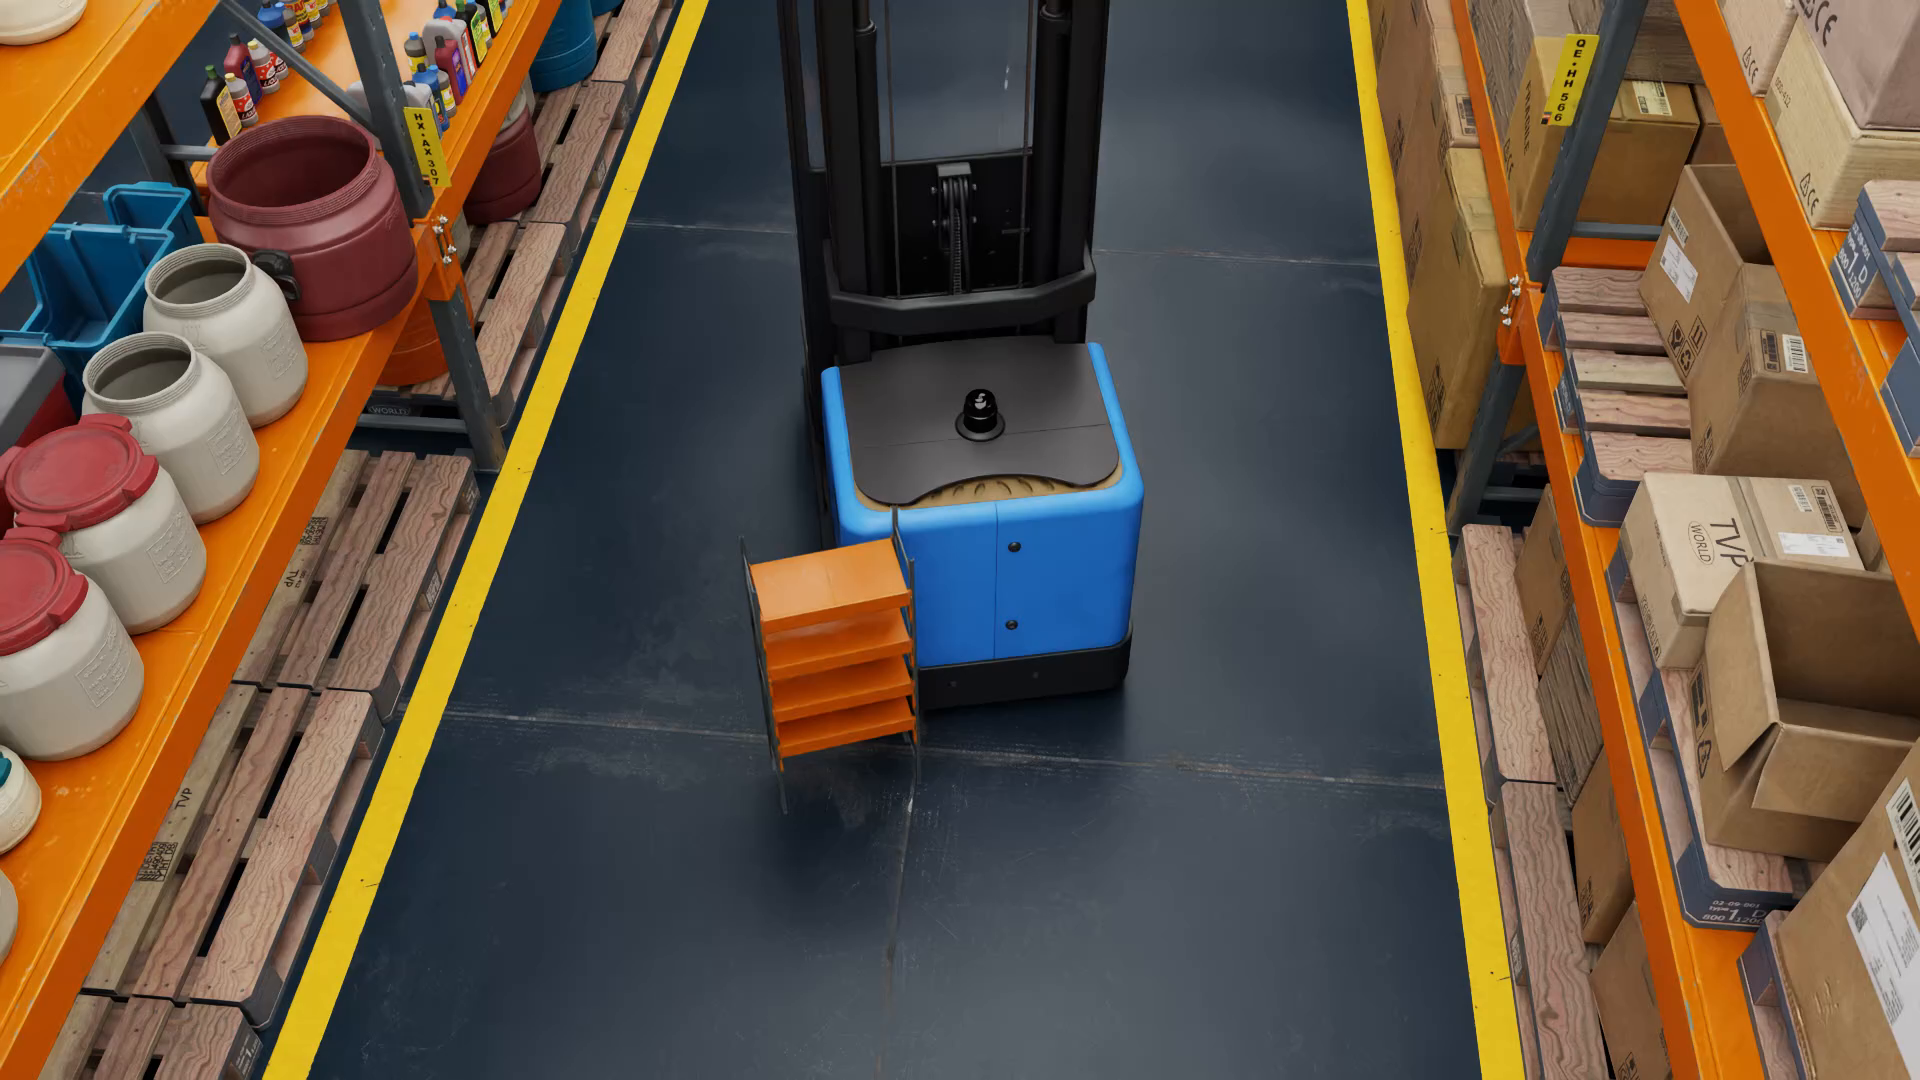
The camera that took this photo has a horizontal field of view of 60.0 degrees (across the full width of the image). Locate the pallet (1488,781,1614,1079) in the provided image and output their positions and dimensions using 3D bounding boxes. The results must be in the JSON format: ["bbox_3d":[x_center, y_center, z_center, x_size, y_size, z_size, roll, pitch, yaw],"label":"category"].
[{"bbox_3d":[2.307,1.373,5.377,1.003,0.211,1.213,4,48,4],"label":"pallet"}]

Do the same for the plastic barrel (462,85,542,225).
[{"bbox_3d":[-2.308,-1.887,7.819,0.600,0.588,0.708,4,48,4],"label":"plastic barrel"}]

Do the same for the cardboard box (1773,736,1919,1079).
[{"bbox_3d":[2.341,0.985,3.151,1.000,1.000,1.000,4,48,4],"label":"cardboard box"}]

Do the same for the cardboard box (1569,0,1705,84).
[{"bbox_3d":[2.577,-1.944,5.774,0.797,0.503,0.637,5,48,5],"label":"cardboard box"}]

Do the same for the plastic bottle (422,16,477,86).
[{"bbox_3d":[-2.035,-1.963,6.623,0.152,0.276,0.135,4,48,4],"label":"plastic bottle"}]

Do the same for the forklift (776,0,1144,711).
[{"bbox_3d":[-0.088,-1.449,6.115,1.130,2.935,3.031,-6,48,-5],"label":"forklift"}]

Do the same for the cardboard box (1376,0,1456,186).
[{"bbox_3d":[2.739,-2.272,7.976,1.225,0.875,0.875,2,48,2],"label":"cardboard box"}]

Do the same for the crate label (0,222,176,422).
[{"bbox_3d":[-2.798,-0.669,5.331,0.502,0.435,0.616,4,48,4],"label":"crate label"}]

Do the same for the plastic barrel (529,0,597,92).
[{"bbox_3d":[-2.205,-2.823,8.463,0.600,0.901,0.708,4,48,4],"label":"plastic barrel"}]

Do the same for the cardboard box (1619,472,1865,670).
[{"bbox_3d":[2.112,0.089,4.479,0.500,0.250,0.500,3,48,2],"label":"cardboard box"}]

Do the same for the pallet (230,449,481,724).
[{"bbox_3d":[-2.548,0.139,6.506,1.003,0.211,1.213,4,48,4],"label":"pallet"}]

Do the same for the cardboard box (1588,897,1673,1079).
[{"bbox_3d":[2.319,1.388,4.869,0.700,0.500,0.500,0,48,0],"label":"cardboard box"}]

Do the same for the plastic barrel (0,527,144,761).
[{"bbox_3d":[-2.431,0.297,4.379,0.433,0.535,0.433,0,48,0],"label":"plastic barrel"}]

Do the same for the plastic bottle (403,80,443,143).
[{"bbox_3d":[-2.077,-1.623,6.312,0.152,0.276,0.135,4,48,4],"label":"plastic bottle"}]

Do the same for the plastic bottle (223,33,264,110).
[{"bbox_3d":[-2.806,-1.825,6.492,0.061,0.283,0.133,4,48,4],"label":"plastic bottle"}]

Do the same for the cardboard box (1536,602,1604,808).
[{"bbox_3d":[2.415,0.561,5.626,0.700,0.500,0.500,0,48,0],"label":"cardboard box"}]

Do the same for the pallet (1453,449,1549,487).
[{"bbox_3d":[2.641,-0.669,7.245,1.003,0.211,1.213,4,48,4],"label":"pallet"}]

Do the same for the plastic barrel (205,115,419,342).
[{"bbox_3d":[-2.179,-1.054,5.615,0.600,0.536,0.708,4,48,4],"label":"plastic barrel"}]

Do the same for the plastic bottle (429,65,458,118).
[{"bbox_3d":[-2.031,-1.753,6.481,0.097,0.201,0.097,0,48,0],"label":"plastic bottle"}]

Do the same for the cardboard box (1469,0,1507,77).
[{"bbox_3d":[2.387,-2.197,6.685,0.500,0.500,0.500,2,48,2],"label":"cardboard box"}]

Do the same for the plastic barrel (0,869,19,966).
[{"bbox_3d":[-2.498,0.836,3.886,0.433,0.535,0.433,0,48,0],"label":"plastic barrel"}]

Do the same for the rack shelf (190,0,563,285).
[{"bbox_3d":[-2.256,-2.596,7.605,1.077,0.370,4.000,4,48,4],"label":"rack shelf"}]

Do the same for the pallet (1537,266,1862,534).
[{"bbox_3d":[2.535,-0.440,5.276,1.213,0.211,1.003,4,48,4],"label":"pallet"}]

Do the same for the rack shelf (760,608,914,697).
[{"bbox_3d":[-0.414,0.325,5.453,0.480,0.148,0.258,-11,48,-10],"label":"rack shelf"}]

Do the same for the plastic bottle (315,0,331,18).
[{"bbox_3d":[-2.724,-2.310,6.991,0.097,0.201,0.097,0,48,0],"label":"plastic bottle"}]

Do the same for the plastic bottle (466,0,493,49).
[{"bbox_3d":[-1.985,-2.120,6.816,0.097,0.201,0.097,0,48,0],"label":"plastic bottle"}]

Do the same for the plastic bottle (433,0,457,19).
[{"bbox_3d":[-2.058,-2.049,6.705,0.097,0.271,0.097,0,48,0],"label":"plastic bottle"}]

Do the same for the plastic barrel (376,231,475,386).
[{"bbox_3d":[-2.411,-1.139,6.971,0.600,0.830,0.708,4,48,4],"label":"plastic barrel"}]

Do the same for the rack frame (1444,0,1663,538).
[{"bbox_3d":[2.494,-1.036,5.691,1.000,3.000,0.127,4,48,4],"label":"rack frame"}]

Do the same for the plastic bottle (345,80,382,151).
[{"bbox_3d":[-2.229,-1.634,6.321,0.152,0.276,0.135,4,48,4],"label":"plastic bottle"}]

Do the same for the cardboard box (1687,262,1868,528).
[{"bbox_3d":[2.533,-0.395,4.752,0.700,0.500,0.500,10,48,9],"label":"cardboard box"}]

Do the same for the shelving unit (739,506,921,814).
[{"bbox_3d":[-0.414,0.431,5.568,0.503,1.200,0.258,-11,48,-10],"label":"shelving unit"}]

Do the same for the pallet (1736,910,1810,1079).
[{"bbox_3d":[2.344,1.416,3.578,1.003,0.211,1.213,4,48,4],"label":"pallet"}]

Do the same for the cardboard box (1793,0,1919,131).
[{"bbox_3d":[2.106,-1.180,3.383,0.500,0.500,0.500,3,48,2],"label":"cardboard box"}]

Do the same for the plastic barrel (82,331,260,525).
[{"bbox_3d":[-2.358,-0.327,4.966,0.421,0.512,0.421,0,48,0],"label":"plastic barrel"}]

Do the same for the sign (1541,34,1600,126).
[{"bbox_3d":[1.941,-1.462,5.295,0.100,0.325,0.005,4,48,4],"label":"sign"}]

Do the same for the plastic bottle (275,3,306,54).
[{"bbox_3d":[-2.750,-2.096,6.795,0.097,0.201,0.097,0,48,0],"label":"plastic bottle"}]

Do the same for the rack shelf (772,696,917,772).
[{"bbox_3d":[-0.413,0.611,5.764,0.480,0.148,0.258,-11,48,-10],"label":"rack shelf"}]

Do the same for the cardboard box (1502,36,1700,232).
[{"bbox_3d":[2.292,-1.449,6.001,0.500,0.500,0.500,5,48,5],"label":"cardboard box"}]

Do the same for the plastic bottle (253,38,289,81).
[{"bbox_3d":[-2.768,-1.953,6.664,0.097,0.201,0.097,0,48,0],"label":"plastic bottle"}]

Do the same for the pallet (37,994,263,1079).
[{"bbox_3d":[-2.770,1.932,4.866,1.003,0.211,1.213,4,48,4],"label":"pallet"}]

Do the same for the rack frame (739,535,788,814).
[{"bbox_3d":[-0.649,0.478,5.525,0.015,1.200,0.240,-11,48,-10],"label":"rack frame"}]

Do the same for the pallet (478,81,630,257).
[{"bbox_3d":[-2.294,-1.904,8.374,1.003,0.211,1.213,4,48,4],"label":"pallet"}]

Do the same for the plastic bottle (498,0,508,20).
[{"bbox_3d":[-1.964,-2.313,6.946,0.097,0.271,0.097,0,48,0],"label":"plastic bottle"}]

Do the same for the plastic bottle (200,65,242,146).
[{"bbox_3d":[-2.827,-1.656,6.337,0.061,0.283,0.133,4,48,4],"label":"plastic bottle"}]

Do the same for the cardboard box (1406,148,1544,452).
[{"bbox_3d":[2.577,-0.966,6.782,1.225,0.875,0.875,2,48,2],"label":"cardboard box"}]

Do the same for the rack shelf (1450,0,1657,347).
[{"bbox_3d":[2.676,-2.263,7.300,1.077,0.370,4.000,4,48,4],"label":"rack shelf"}]

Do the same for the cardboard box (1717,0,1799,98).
[{"bbox_3d":[2.150,-1.292,3.994,0.500,0.250,0.500,5,48,4],"label":"cardboard box"}]
